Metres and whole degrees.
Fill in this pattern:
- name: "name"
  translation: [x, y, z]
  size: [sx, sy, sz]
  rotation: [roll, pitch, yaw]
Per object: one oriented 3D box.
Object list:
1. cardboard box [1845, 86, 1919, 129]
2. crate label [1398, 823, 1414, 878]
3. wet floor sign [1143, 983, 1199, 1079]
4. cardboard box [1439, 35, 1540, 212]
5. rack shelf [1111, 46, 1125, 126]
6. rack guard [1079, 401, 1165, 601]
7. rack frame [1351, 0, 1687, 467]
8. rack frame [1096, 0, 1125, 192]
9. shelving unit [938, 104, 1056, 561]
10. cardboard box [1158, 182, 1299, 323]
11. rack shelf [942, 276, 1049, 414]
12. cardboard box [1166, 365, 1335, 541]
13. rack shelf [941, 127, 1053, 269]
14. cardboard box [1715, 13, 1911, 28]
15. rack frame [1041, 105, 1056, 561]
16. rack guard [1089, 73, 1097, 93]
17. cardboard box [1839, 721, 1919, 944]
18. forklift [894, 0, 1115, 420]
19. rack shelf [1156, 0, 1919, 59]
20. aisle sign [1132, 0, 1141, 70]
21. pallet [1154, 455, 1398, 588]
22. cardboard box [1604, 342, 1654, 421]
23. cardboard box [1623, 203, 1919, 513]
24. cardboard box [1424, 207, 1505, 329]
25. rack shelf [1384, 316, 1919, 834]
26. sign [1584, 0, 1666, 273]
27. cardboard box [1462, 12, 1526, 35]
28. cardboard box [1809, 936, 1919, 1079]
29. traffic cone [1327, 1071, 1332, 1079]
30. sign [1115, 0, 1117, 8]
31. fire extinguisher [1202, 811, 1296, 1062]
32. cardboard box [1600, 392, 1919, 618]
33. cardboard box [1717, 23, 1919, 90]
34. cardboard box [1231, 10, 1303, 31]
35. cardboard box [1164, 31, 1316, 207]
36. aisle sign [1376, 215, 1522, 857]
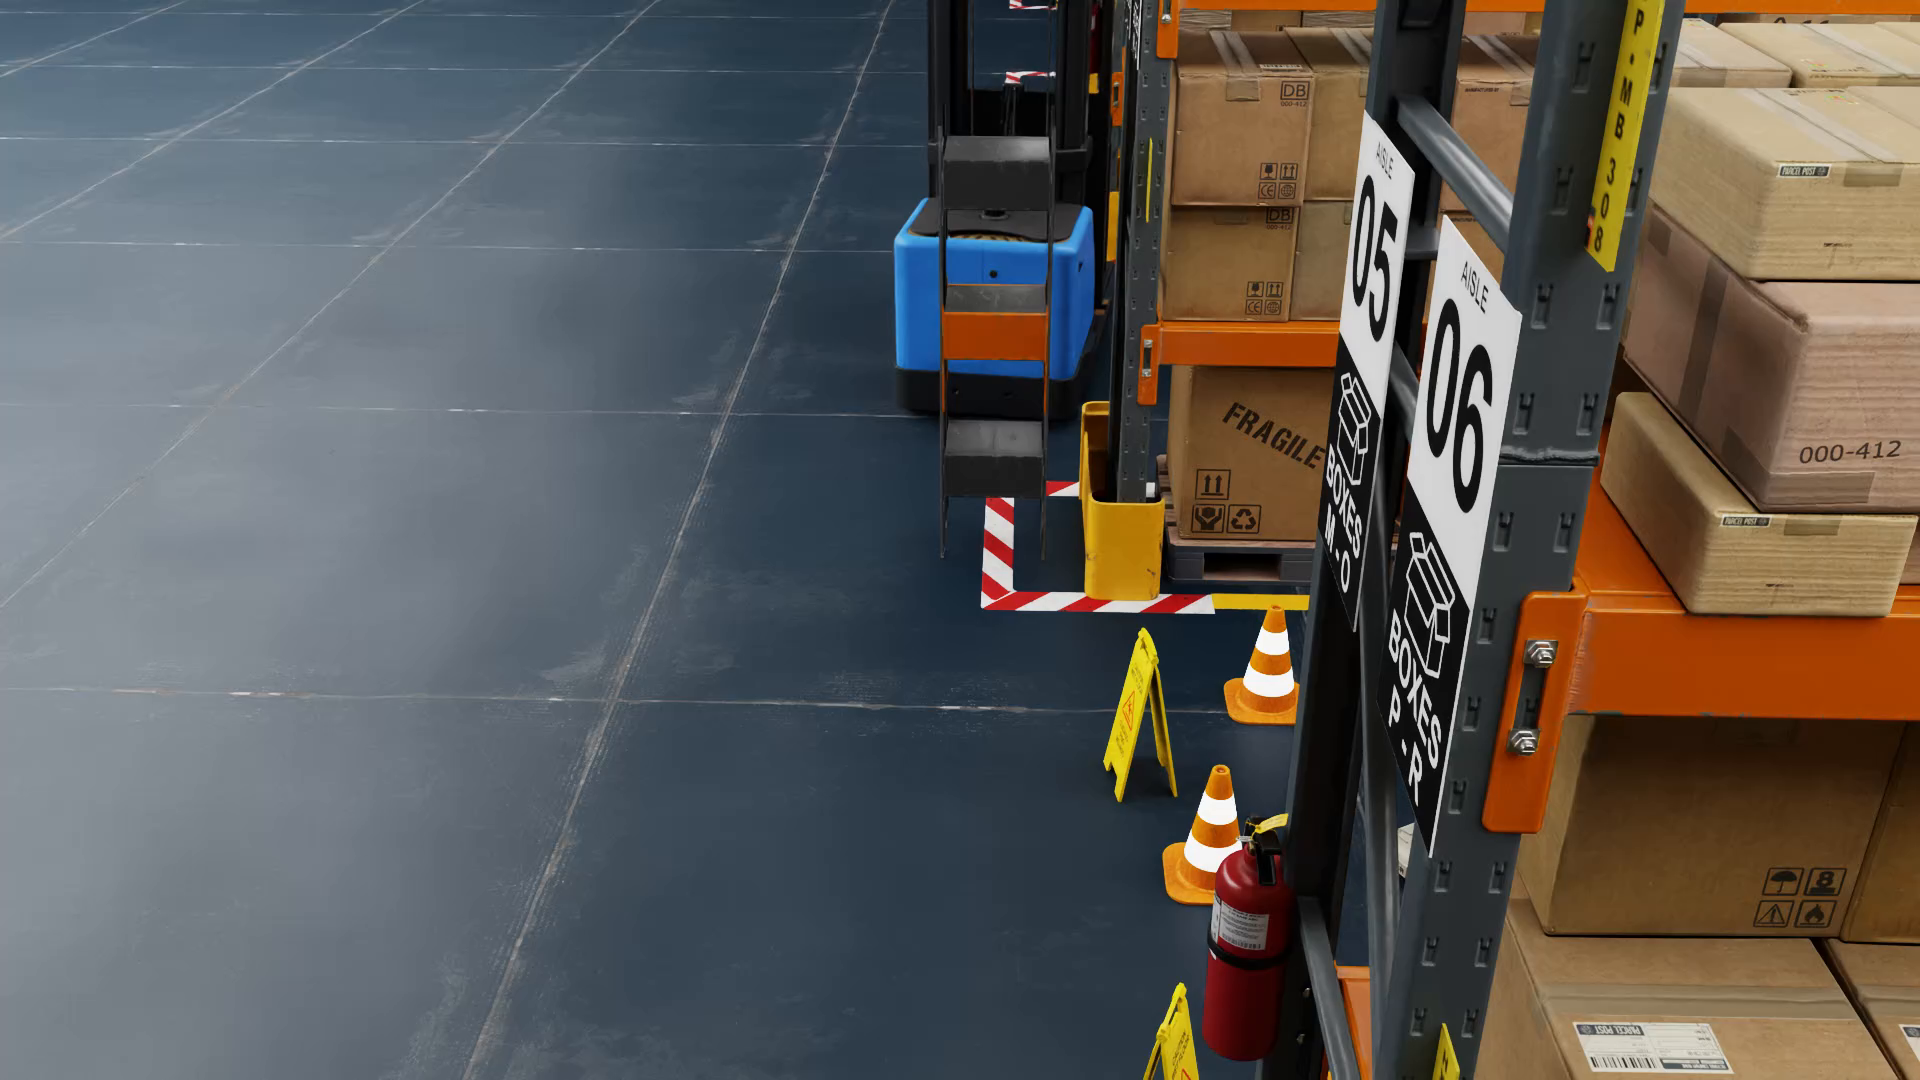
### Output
- name: "cardboard box"
  translation: [1.327, -0.467, 2.143]
  size: [0.250, 0.149, 0.380]
  rotation: [1, 28, 2]
- name: "crate label"
  translation: [1.690, 1.128, 5.976]
  size: [0.298, 0.136, 0.250]
  rotation: [-14, 31, -24]
- name: "wet floor sign"
  translation: [0.575, 1.538, 4.661]
  size: [0.232, 0.644, 0.267]
  rotation: [11, 30, 19]
- name: "cardboard box"
  translation: [2.278, -1.798, 7.125]
  size: [0.550, 0.550, 0.875]
  rotation: [1, 28, 2]
- name: "rack shelf"
  translation: [3.076, -3.286, 12.015]
  size: [4.000, 0.370, 1.077]
  rotation: [1, 28, 2]
- name: "rack guard"
  translation: [0.777, -0.213, 8.119]
  size: [0.348, 0.500, 1.175]
  rotation: [1, 28, 2]
- name: "rack frame"
  translation: [0.727, -1.649, 1.753]
  size: [0.127, 3.000, 1.000]
  rotation: [1, 28, 2]
- name: "rack frame"
  translation: [1.077, -3.637, 11.909]
  size: [0.127, 3.000, 1.000]
  rotation: [1, 28, 2]
- name: "shelving unit"
  translation: [0.165, -0.925, 7.753]
  size: [0.503, 2.100, 0.431]
  rotation: [1, 28, 2]
- name: "cardboard box"
  translation: [1.173, -1.399, 7.526]
  size: [0.550, 0.550, 0.875]
  rotation: [1, 28, 2]
- name: "rack shelf"
  translation: [0.165, -0.913, 7.759]
  size: [0.480, 0.518, 0.431]
  rotation: [1, 28, 2]
- name: "cardboard box"
  translation: [1.481, -0.584, 7.969]
  size: [0.875, 0.875, 0.875]
  rotation: [1, 28, 2]
- name: "rack shelf"
  translation: [0.165, -1.531, 7.432]
  size: [0.480, 0.518, 0.431]
  rotation: [1, 28, 2]
- name: "cardboard box"
  translation: [5.863, -3.943, 11.397]
  size: [1.000, 1.000, 1.000]
  rotation: [1, 28, 2]
- name: "rack frame"
  translation: [0.409, -0.921, 7.745]
  size: [0.015, 2.100, 0.400]
  rotation: [1, 28, 2]
- name: "rack guard"
  translation: [1.329, -4.872, 16.907]
  size: [0.348, 0.500, 1.175]
  rotation: [1, 28, 2]
- name: "cardboard box"
  translation: [1.751, 0.302, 2.986]
  size: [0.500, 0.500, 0.700]
  rotation: [1, 28, 2]
- name: "forklift"
  translation: [0.395, -2.642, 10.104]
  size: [1.130, 2.935, 3.031]
  rotation: [5, 28, 9]
- name: "rack shelf"
  translation: [2.799, -2.292, 6.936]
  size: [4.000, 0.370, 1.077]
  rotation: [1, 28, 2]
- name: "aisle sign"
  translation: [0.719, -2.327, 6.661]
  size: [0.004, 0.787, 0.394]
  rotation: [1, 28, 2]
- name: "pallet"
  translation: [1.603, -0.109, 8.230]
  size: [1.213, 0.211, 1.003]
  rotation: [1, 28, 2]
- name: "cardboard box"
  translation: [1.093, -0.338, 2.751]
  size: [0.250, 0.149, 0.380]
  rotation: [1, 28, 2]
- name: "cardboard box"
  translation: [1.220, -0.256, 2.170]
  size: [0.500, 0.250, 0.500]
  rotation: [0, 28, 1]
- name: "cardboard box"
  translation: [2.279, -1.332, 7.399]
  size: [0.550, 0.550, 0.875]
  rotation: [1, 28, 2]
- name: "rack shelf"
  translation: [2.726, 0.027, 2.562]
  size: [4.000, 0.370, 1.077]
  rotation: [1, 28, 2]
- name: "sign"
  translation: [0.708, -0.456, 1.772]
  size: [0.005, 0.325, 0.100]
  rotation: [1, 28, 2]
- name: "cardboard box"
  translation: [3.625, -3.769, 11.733]
  size: [0.500, 0.500, 0.875]
  rotation: [1, 28, 2]
- name: "cardboard box"
  translation: [1.708, 0.970, 2.792]
  size: [0.500, 0.500, 0.500]
  rotation: [2, 28, 3]
- name: "traffic cone"
  translation: [1.202, 1.525, 4.878]
  size: [0.334, 0.463, 0.336]
  rotation: [1, 28, 2]
- name: "sign"
  translation: [1.058, -3.766, 11.227]
  size: [0.005, 0.325, 0.100]
  rotation: [1, 28, 2]
- name: "fire extinguisher"
  translation: [0.629, 0.818, 3.587]
  size: [0.183, 0.674, 0.296]
  rotation: [1, 28, 2]
- name: "cardboard box"
  translation: [1.047, -0.056, 2.218]
  size: [0.250, 0.149, 0.380]
  rotation: [1, 28, 2]
- name: "cardboard box"
  translation: [1.332, -0.676, 2.536]
  size: [0.250, 0.149, 0.380]
  rotation: [1, 28, 3]
- name: "cardboard box"
  translation: [2.129, -3.839, 11.865]
  size: [0.500, 0.500, 0.875]
  rotation: [1, 28, 2]
- name: "cardboard box"
  translation: [1.170, -1.836, 7.199]
  size: [0.550, 0.550, 0.875]
  rotation: [1, 28, 2]
- name: "aisle sign"
  translation: [0.654, -0.003, 2.278]
  size: [0.004, 0.787, 0.394]
  rotation: [1, 28, 2]
